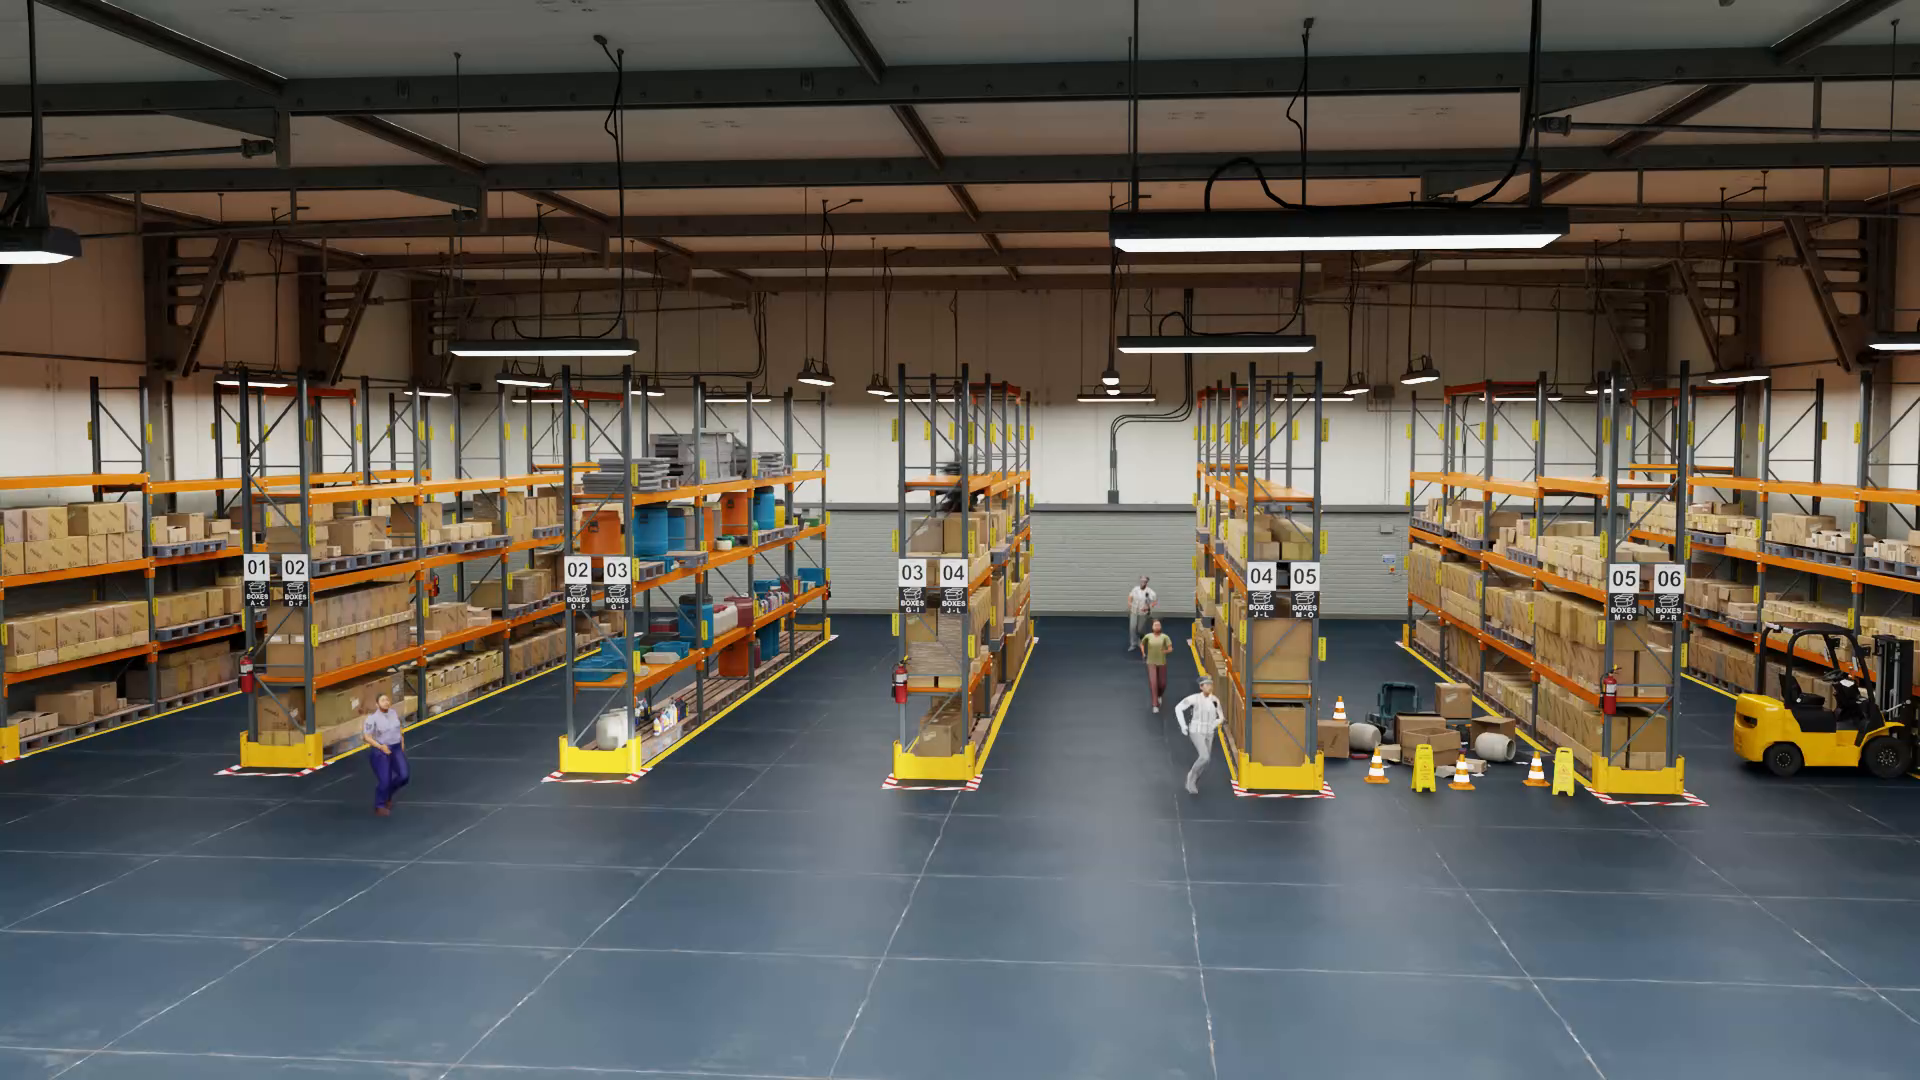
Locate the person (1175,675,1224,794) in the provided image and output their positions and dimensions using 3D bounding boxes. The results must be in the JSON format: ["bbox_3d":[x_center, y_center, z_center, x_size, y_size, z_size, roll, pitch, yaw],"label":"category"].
[{"bbox_3d":[3.376,2.704,23.057,0.612,1.652,0.574,-2,4,-28],"label":"person"}]

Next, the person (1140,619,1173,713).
[{"bbox_3d":[3.540,2.241,29.943,0.585,1.645,0.929,0,4,3],"label":"person"}]

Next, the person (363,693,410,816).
[{"bbox_3d":[-7.497,2.817,21.810,0.508,1.587,0.616,3,5,36],"label":"person"}]

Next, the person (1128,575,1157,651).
[{"bbox_3d":[4.221,1.682,38.551,0.703,1.741,0.698,2,4,24],"label":"person"}]
